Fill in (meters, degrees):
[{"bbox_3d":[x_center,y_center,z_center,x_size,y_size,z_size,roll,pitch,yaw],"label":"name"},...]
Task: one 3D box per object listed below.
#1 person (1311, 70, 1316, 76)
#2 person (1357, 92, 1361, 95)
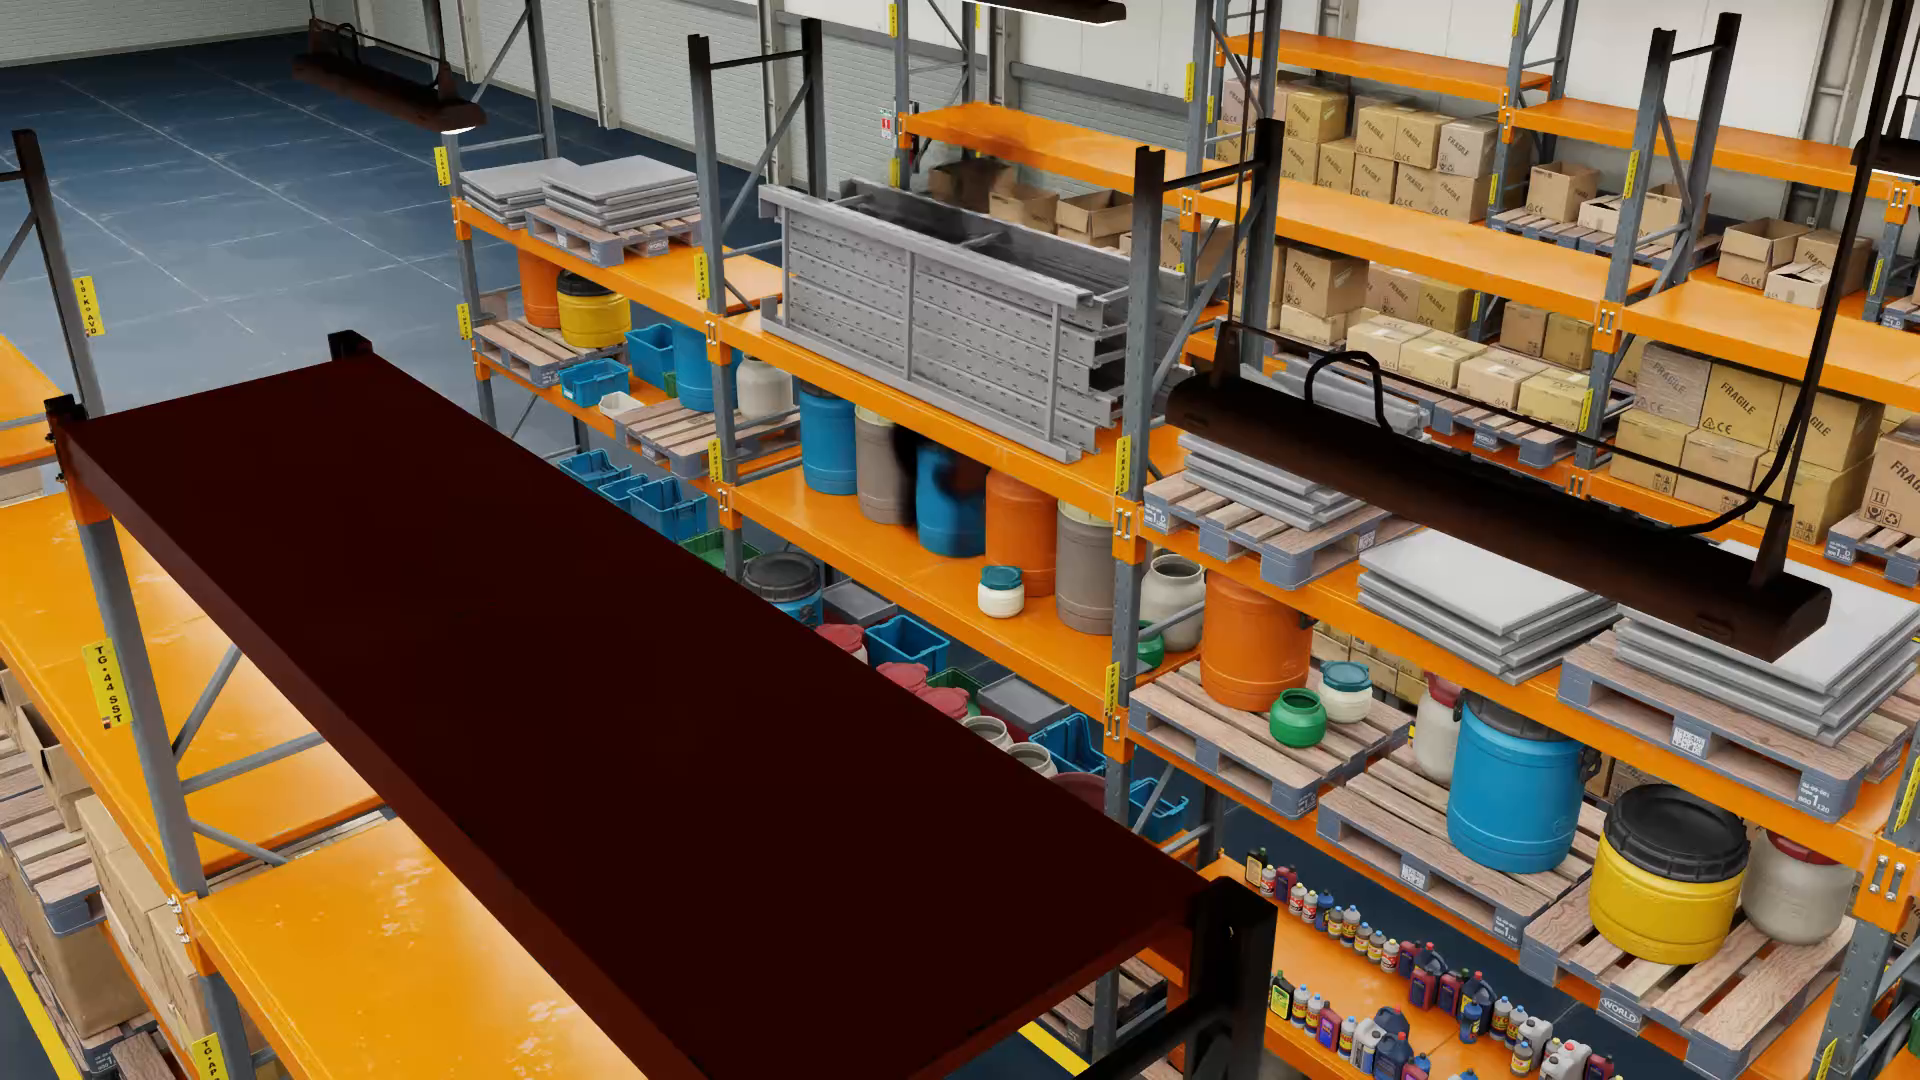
[{"bbox_3d":[2.433,-0.252,13.807,8.802,3.893,14.624,23,35,38],"label":"person"},{"bbox_3d":[-8.186,-0.584,14.596,13.294,3.697,26.277,18,32,31],"label":"person"}]
